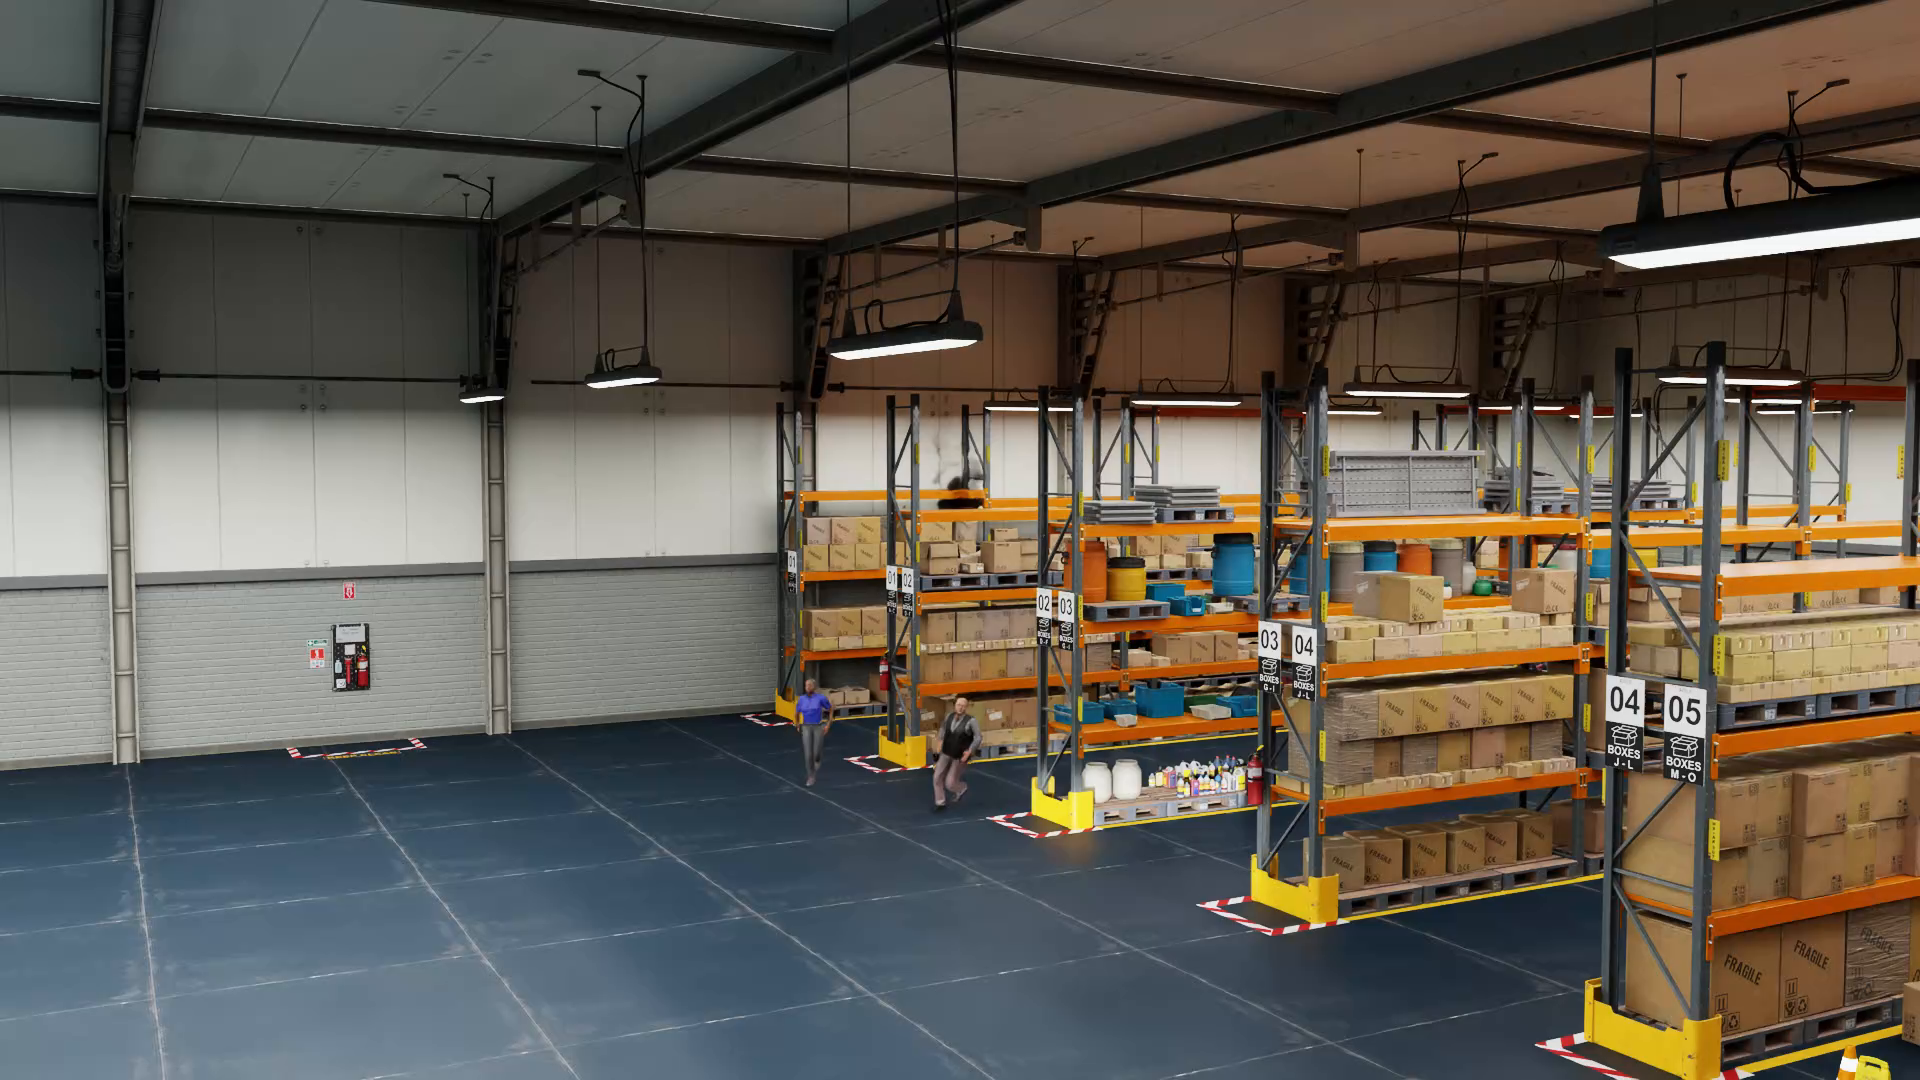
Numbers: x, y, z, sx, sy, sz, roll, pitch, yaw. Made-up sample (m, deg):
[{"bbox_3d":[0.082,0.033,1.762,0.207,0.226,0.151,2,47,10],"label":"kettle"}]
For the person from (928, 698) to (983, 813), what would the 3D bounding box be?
[{"bbox_3d":[-0.007,2.989,23.483,0.733,1.567,0.609,2,4,33],"label":"person"}]

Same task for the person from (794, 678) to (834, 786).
[{"bbox_3d":[-2.242,2.924,25.467,0.599,1.631,0.646,0,3,7],"label":"person"}]
